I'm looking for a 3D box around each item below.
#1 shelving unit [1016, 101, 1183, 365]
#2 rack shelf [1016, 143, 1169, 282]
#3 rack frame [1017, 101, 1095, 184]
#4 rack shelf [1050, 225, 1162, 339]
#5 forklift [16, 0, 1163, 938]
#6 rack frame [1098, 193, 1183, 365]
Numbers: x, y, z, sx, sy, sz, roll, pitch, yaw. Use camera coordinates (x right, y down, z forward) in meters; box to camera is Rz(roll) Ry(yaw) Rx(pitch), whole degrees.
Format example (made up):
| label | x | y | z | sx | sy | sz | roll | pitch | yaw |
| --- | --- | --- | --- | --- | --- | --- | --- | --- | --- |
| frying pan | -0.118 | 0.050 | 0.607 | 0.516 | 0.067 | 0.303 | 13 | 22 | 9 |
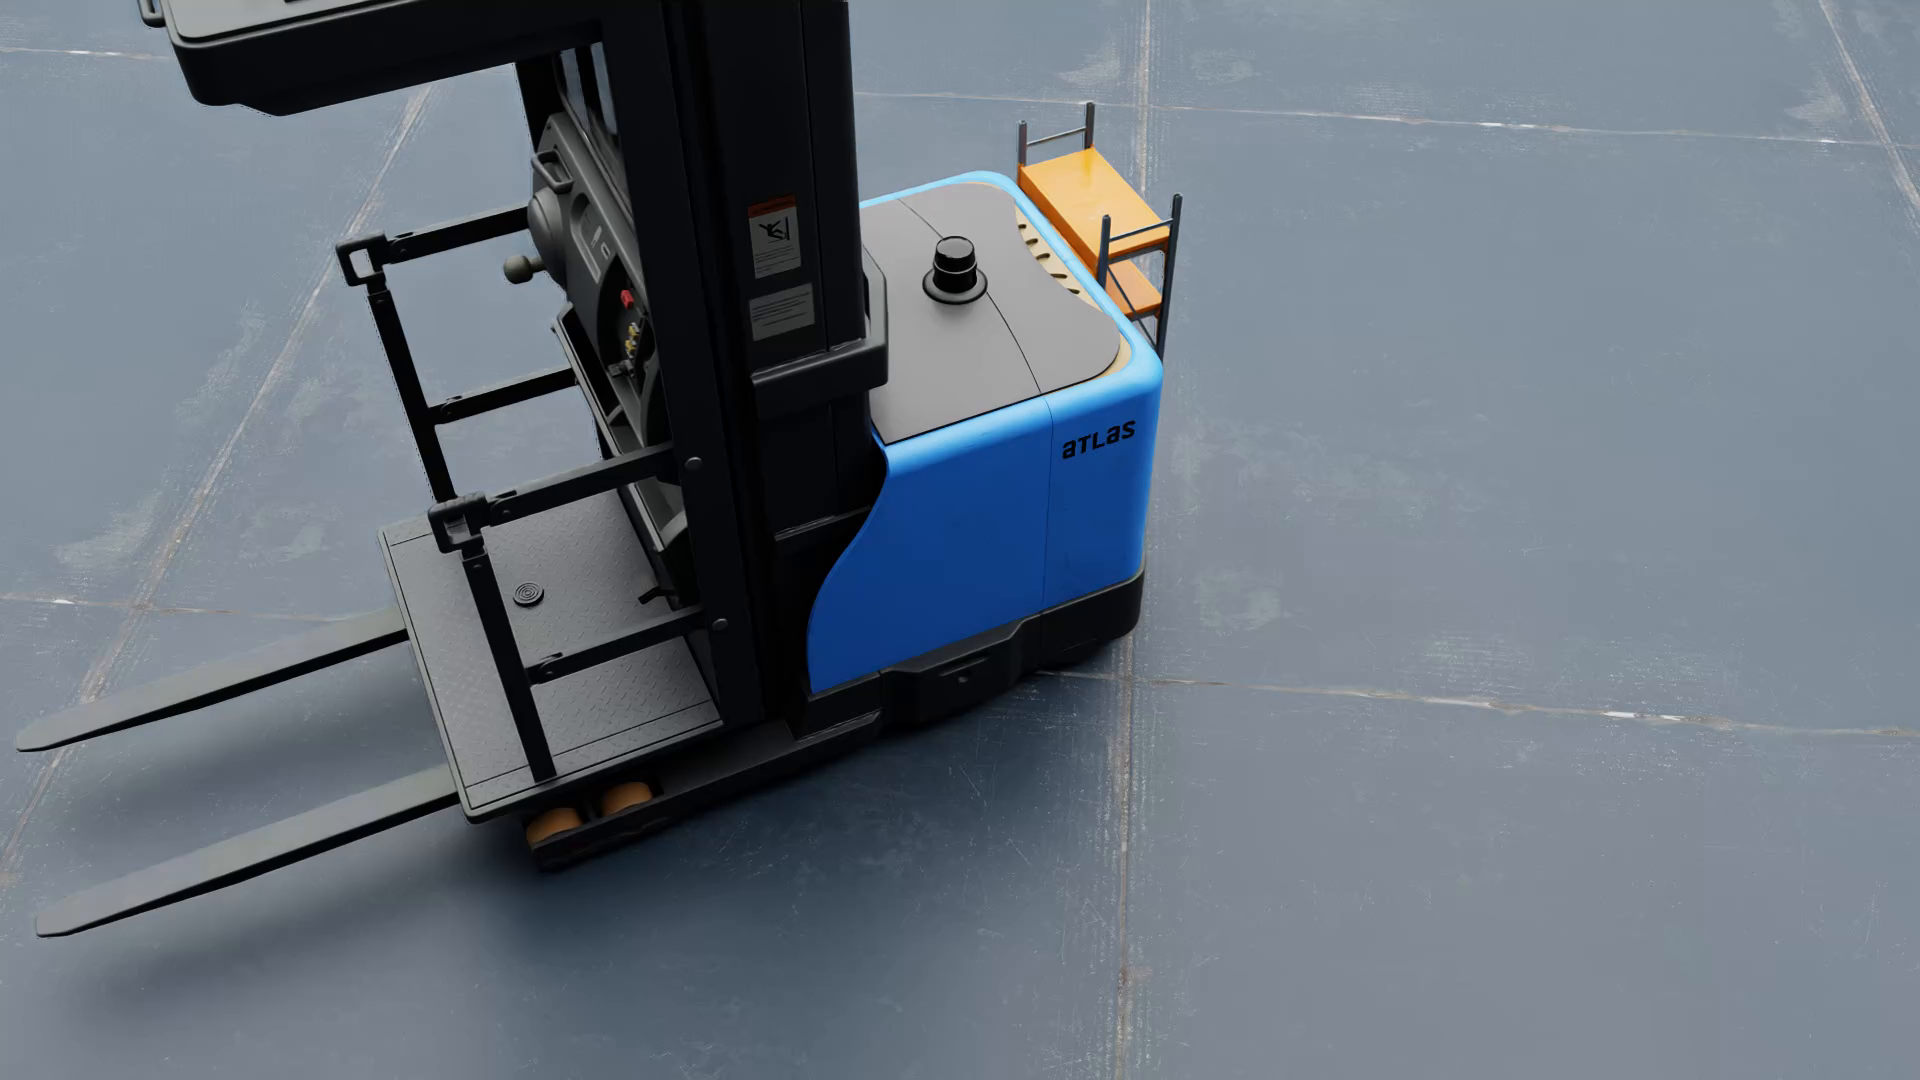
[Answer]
| label | x | y | z | sx | sy | sz | roll | pitch | yaw |
| --- | --- | --- | --- | --- | --- | --- | --- | --- | --- |
| shelving unit | 0.383 | -0.651 | 5.032 | 0.258 | 1.200 | 0.503 | -19 | 50 | -17 |
| rack shelf | 0.383 | -0.916 | 4.742 | 0.258 | 0.148 | 0.480 | -19 | 50 | -17 |
| rack frame | 0.277 | -0.813 | 5.181 | 0.240 | 1.200 | 0.015 | -19 | 50 | -17 |
| rack shelf | 0.383 | -0.757 | 4.917 | 0.258 | 0.148 | 0.480 | -19 | 50 | -17 |
| forklift | -1.024 | -0.566 | 3.781 | 3.031 | 2.935 | 1.130 | -19 | 50 | -17 |
| rack frame | 0.488 | -0.489 | 4.884 | 0.240 | 1.200 | 0.015 | -19 | 50 | -17 |
